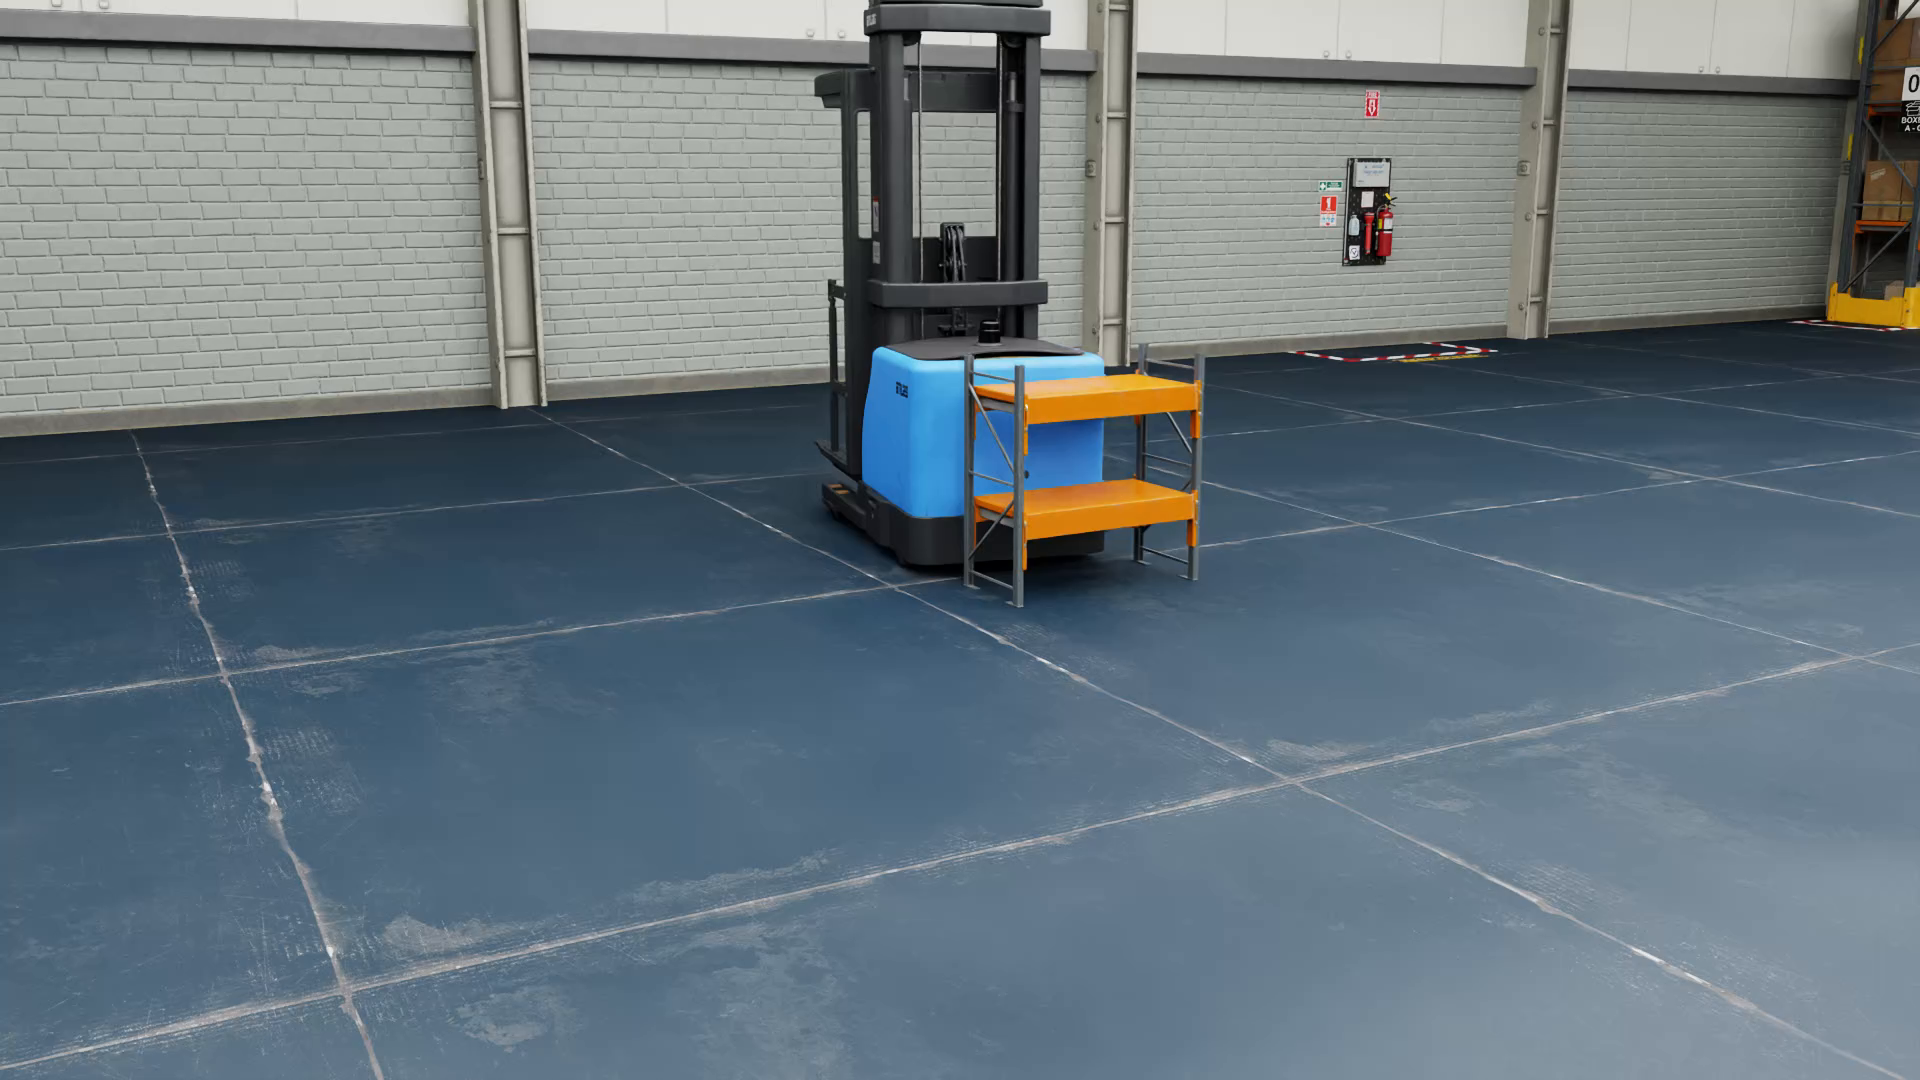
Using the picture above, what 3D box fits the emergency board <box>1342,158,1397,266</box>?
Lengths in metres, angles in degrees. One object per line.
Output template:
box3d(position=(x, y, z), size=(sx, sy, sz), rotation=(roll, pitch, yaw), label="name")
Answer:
box3d(position=(4.576, -3.630, 18.408), size=(0.643, 1.169, 0.194), rotation=(-7, 14, -28), label="emergency board")

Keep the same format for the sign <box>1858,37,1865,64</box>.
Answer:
box3d(position=(11.581, -6.278, 21.325), size=(0.005, 0.325, 0.100), rotation=(-7, 14, -28), label="sign")

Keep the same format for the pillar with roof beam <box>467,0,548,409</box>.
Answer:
box3d(position=(-1.707, -4.718, 9.576), size=(0.400, 9.000, 9.100), rotation=(-7, 14, -28), label="pillar with roof beam")

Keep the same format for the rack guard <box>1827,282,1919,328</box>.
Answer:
box3d(position=(11.896, -3.062, 21.577), size=(0.348, 0.500, 1.175), rotation=(-7, 14, -28), label="rack guard")

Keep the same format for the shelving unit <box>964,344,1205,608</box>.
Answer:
box3d(position=(0.597, -0.337, 8.045), size=(1.048, 1.125, 0.538), rotation=(-7, 15, -29), label="shelving unit")

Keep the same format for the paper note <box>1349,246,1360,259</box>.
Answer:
box3d(position=(4.387, -3.195, 18.481), size=(0.142, 0.148, 0.016), rotation=(-7, 14, -28), label="paper note")

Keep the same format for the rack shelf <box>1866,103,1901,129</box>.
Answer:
box3d(position=(13.585, -5.596, 21.952), size=(4.000, 0.370, 1.077), rotation=(-7, 14, -28), label="rack shelf")

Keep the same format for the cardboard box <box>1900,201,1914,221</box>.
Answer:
box3d(position=(12.410, -4.200, 21.238), size=(0.500, 0.250, 0.500), rotation=(-7, 15, -29), label="cardboard box")

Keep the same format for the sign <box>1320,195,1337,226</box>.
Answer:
box3d(position=(4.041, -3.609, 18.234), size=(0.234, 0.329, 0.001), rotation=(-7, 14, -28), label="sign")

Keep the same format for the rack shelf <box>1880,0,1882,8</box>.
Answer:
box3d(position=(13.585, -7.058, 21.623), size=(4.000, 0.370, 1.077), rotation=(-7, 14, -28), label="rack shelf")

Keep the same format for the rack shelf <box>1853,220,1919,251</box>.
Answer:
box3d(position=(13.585, -4.133, 22.281), size=(4.000, 0.370, 1.077), rotation=(-7, 14, -28), label="rack shelf")

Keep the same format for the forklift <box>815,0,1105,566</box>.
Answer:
box3d(position=(-0.184, -1.579, 9.451), size=(1.130, 2.935, 3.031), rotation=(-4, 13, -17), label="forklift")

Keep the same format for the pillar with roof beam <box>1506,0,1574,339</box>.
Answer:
box3d(position=(8.826, -5.980, 15.185), size=(0.400, 9.000, 9.100), rotation=(-7, 14, -28), label="pillar with roof beam")

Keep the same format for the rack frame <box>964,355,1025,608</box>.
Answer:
box3d(position=(0.156, -0.281, 7.798), size=(0.032, 1.125, 0.500), rotation=(-7, 15, -29), label="rack frame")

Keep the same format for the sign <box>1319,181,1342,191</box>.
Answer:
box3d(position=(4.049, -3.867, 18.170), size=(0.331, 0.109, 0.001), rotation=(-7, 14, -28), label="sign")

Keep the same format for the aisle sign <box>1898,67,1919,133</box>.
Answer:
box3d(position=(11.910, -5.477, 20.691), size=(0.004, 0.787, 0.394), rotation=(-7, 14, -28), label="aisle sign")

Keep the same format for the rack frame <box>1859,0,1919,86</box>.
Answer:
box3d(position=(11.829, -7.200, 20.608), size=(0.127, 3.000, 1.000), rotation=(-7, 14, -28), label="rack frame")

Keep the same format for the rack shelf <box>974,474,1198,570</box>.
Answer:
box3d(position=(0.597, -0.098, 8.098), size=(1.000, 0.278, 0.538), rotation=(-7, 15, -29), label="rack shelf")

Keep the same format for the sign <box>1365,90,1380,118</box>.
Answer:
box3d(position=(4.521, -4.779, 18.235), size=(0.199, 0.298, 0.001), rotation=(-7, 14, -28), label="sign")

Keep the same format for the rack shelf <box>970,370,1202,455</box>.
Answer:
box3d(position=(0.597, -0.623, 7.980), size=(1.000, 0.278, 0.538), rotation=(-7, 15, -29), label="rack shelf")

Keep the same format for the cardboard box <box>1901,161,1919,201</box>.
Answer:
box3d(position=(12.392, -4.568, 21.165), size=(0.500, 0.500, 0.500), rotation=(-7, 14, -28), label="cardboard box")

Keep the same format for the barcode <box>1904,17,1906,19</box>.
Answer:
box3d(position=(12.213, -6.737, 21.511), size=(0.075, 0.075, 0.001), rotation=(-7, 14, -28), label="barcode")

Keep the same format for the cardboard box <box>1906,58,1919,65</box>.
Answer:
box3d(position=(12.243, -5.783, 20.867), size=(0.500, 0.500, 0.500), rotation=(-6, 14, -26), label="cardboard box")

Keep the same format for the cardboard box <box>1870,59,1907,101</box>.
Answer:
box3d(position=(12.074, -5.888, 21.336), size=(0.500, 0.500, 0.500), rotation=(-6, 14, -24), label="cardboard box")

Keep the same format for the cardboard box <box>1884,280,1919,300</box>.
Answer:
box3d(position=(12.480, -3.232, 21.760), size=(0.500, 0.311, 0.500), rotation=(-9, 15, -34), label="cardboard box")

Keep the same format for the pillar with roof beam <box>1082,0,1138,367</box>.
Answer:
box3d(position=(3.559, -5.349, 12.380), size=(0.400, 9.000, 9.100), rotation=(-7, 14, -28), label="pillar with roof beam")

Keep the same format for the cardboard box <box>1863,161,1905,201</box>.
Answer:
box3d(position=(12.141, -4.667, 21.601), size=(0.500, 0.500, 0.500), rotation=(-7, 14, -28), label="cardboard box")

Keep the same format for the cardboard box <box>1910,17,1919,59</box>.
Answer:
box3d(position=(12.284, -6.277, 20.787), size=(0.500, 0.500, 0.500), rotation=(-8, 15, -32), label="cardboard box")

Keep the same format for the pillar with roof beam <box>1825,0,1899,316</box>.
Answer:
box3d(position=(14.092, -6.611, 17.990), size=(0.400, 9.000, 9.100), rotation=(-7, 14, -28), label="pillar with roof beam")

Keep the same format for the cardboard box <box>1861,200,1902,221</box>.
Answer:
box3d(position=(12.147, -4.297, 21.666), size=(0.500, 0.250, 0.500), rotation=(-7, 14, -27), label="cardboard box")

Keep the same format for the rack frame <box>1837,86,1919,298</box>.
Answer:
box3d(position=(11.829, -4.274, 21.267), size=(0.127, 3.000, 1.000), rotation=(-7, 14, -28), label="rack frame")

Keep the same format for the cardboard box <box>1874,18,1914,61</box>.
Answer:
box3d(position=(12.083, -6.379, 21.240), size=(0.500, 0.500, 0.500), rotation=(-6, 14, -25), label="cardboard box")

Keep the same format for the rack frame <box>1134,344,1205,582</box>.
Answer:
box3d(position=(1.038, -0.393, 8.292), size=(0.032, 1.125, 0.500), rotation=(-7, 15, -29), label="rack frame")

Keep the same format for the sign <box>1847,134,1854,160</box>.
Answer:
box3d(position=(11.581, -5.102, 21.590), size=(0.005, 0.325, 0.100), rotation=(-7, 14, -28), label="sign")
